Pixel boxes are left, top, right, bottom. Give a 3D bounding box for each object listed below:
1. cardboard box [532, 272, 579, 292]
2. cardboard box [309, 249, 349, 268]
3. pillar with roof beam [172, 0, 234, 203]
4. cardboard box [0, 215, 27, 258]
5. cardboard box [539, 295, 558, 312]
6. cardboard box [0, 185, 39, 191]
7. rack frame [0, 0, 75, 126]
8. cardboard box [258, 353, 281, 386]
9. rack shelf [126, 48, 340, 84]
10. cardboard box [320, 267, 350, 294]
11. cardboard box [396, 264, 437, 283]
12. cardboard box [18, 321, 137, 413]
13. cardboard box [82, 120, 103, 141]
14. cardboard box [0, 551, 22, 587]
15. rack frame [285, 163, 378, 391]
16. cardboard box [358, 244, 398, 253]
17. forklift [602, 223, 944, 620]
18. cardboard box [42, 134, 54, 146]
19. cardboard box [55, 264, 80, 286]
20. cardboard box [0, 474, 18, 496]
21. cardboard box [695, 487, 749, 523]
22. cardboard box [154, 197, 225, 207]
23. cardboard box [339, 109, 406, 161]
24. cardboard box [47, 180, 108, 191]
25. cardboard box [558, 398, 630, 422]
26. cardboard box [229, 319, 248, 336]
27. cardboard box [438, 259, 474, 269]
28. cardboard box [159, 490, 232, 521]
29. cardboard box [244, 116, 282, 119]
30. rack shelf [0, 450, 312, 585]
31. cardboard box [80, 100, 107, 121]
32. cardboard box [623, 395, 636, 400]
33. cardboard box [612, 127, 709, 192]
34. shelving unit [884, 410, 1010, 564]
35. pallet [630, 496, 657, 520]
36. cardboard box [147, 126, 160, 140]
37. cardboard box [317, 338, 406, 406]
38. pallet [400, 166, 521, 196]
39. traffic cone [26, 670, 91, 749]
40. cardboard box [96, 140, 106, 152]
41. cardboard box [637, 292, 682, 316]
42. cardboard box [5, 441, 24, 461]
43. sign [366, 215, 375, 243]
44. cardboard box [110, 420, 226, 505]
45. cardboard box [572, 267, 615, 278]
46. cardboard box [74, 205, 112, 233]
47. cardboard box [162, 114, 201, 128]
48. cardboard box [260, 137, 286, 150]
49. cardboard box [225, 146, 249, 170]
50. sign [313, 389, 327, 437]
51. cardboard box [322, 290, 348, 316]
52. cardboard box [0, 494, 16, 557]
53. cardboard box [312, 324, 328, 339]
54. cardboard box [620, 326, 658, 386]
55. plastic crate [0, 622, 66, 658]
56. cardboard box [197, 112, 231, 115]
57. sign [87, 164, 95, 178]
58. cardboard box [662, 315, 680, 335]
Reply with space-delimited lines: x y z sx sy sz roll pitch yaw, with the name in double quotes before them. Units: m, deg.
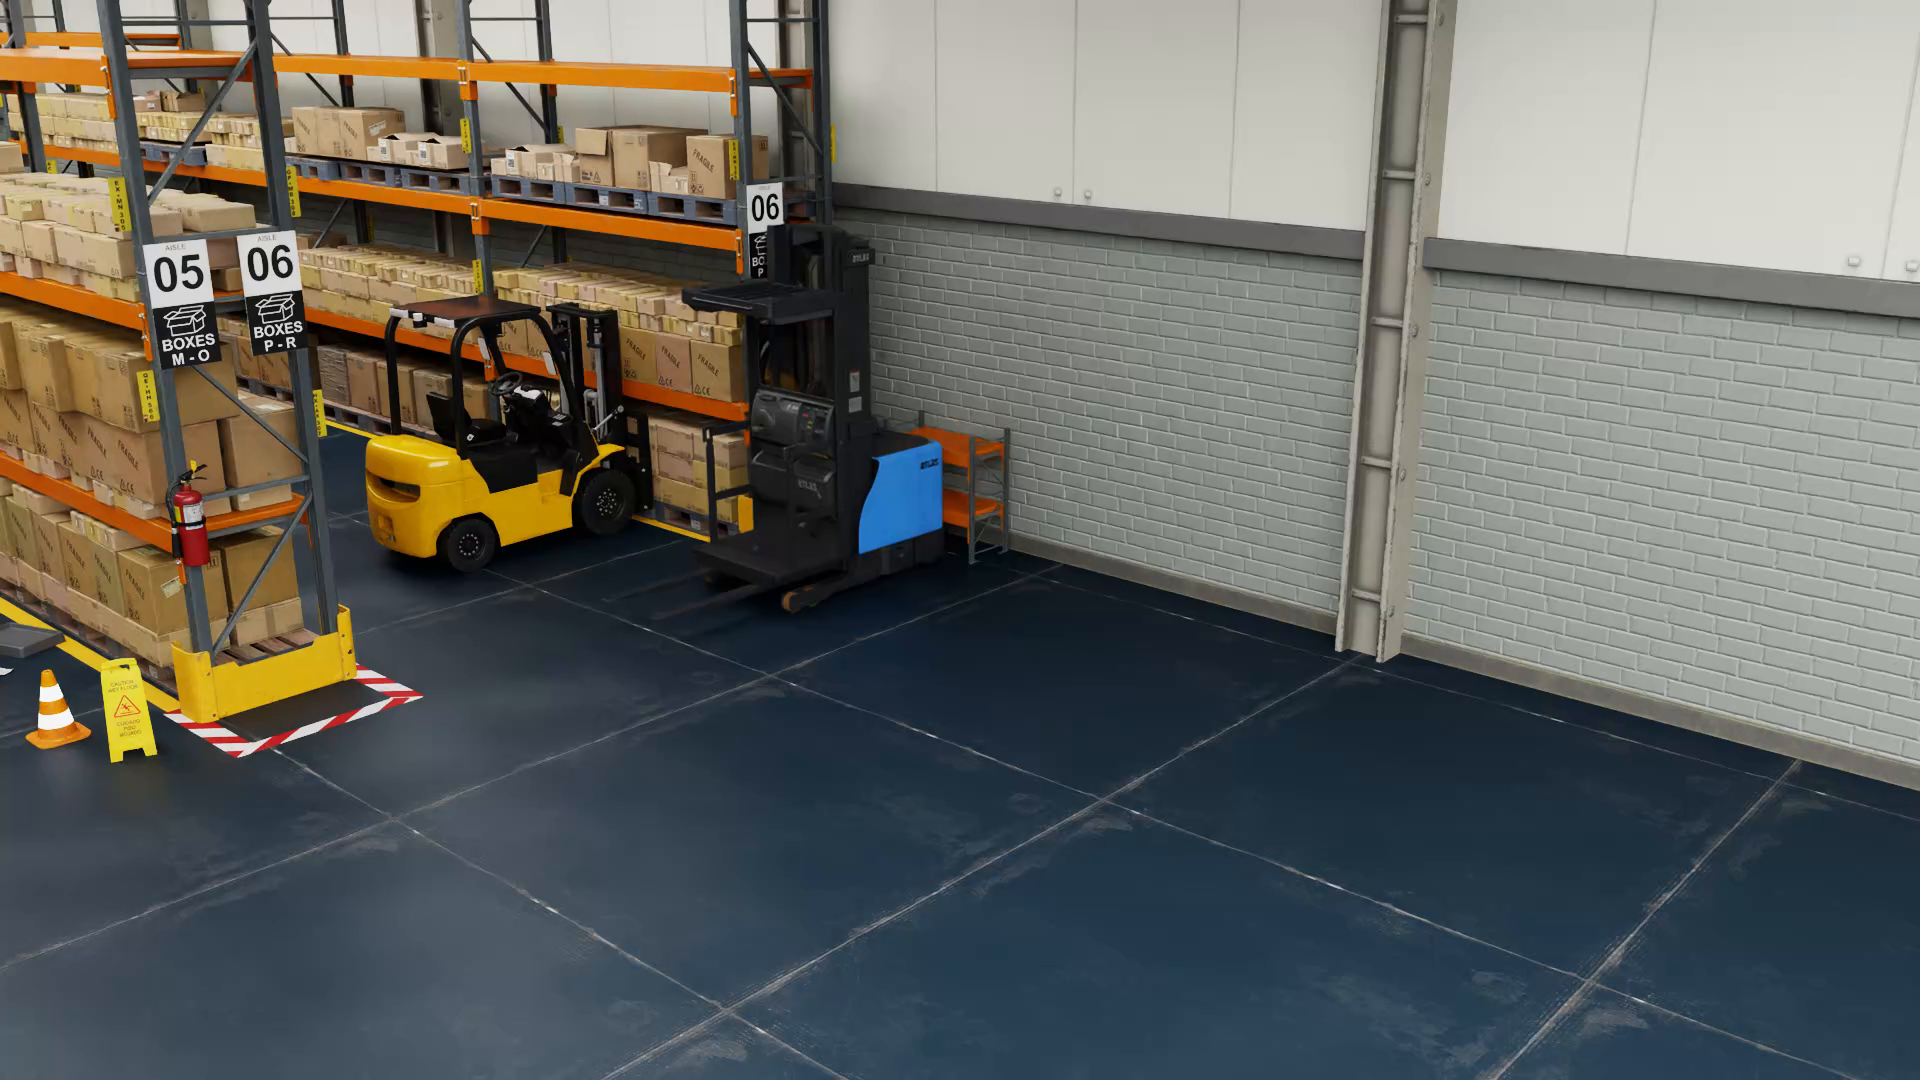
"cardboard box" -3.998 -2.549 16.455 0.250 0.149 0.380 14 23 38
"cardboard box" -7.240 -3.239 19.120 0.250 0.149 0.380 16 23 40
"pillar with roof beam" -13.255 -6.098 19.450 0.400 9.000 9.100 15 23 39
"cardboard box" -6.499 -2.183 11.828 0.500 0.250 0.500 15 23 40
"cardboard box" -3.884 -2.332 16.263 0.250 0.149 0.380 16 23 40
"cardboard box" -6.961 -2.494 12.149 0.250 0.149 0.380 14 22 37
"rack frame" -13.467 -7.531 23.966 0.127 3.000 1.000 15 23 39
"cardboard box" -8.310 -2.213 20.566 0.500 0.500 0.500 15 23 38
"rack shelf" -8.979 -5.793 20.340 4.000 0.370 1.077 15 23 39
"cardboard box" -6.940 -2.987 18.987 0.500 0.250 0.500 16 24 41
"cardboard box" -5.870 -2.888 18.014 0.250 0.149 0.380 15 23 40
"cardboard box" -6.142 -1.237 11.741 0.500 0.500 0.700 15 23 39
"cardboard box" -11.398 -5.511 22.315 0.500 0.250 0.500 14 22 37
"cardboard box" -7.521 0.151 13.528 0.500 0.250 0.500 14 22 37
"rack frame" -7.483 -3.066 19.813 0.127 3.000 1.000 15 23 39
"cardboard box" -6.836 -3.376 19.552 0.250 0.149 0.380 16 23 41
"forklift" -1.507 -0.990 13.386 1.130 2.935 3.031 16 23 40
"cardboard box" -12.670 -5.639 23.378 0.250 0.149 0.380 15 23 39
"cardboard box" -5.991 -1.863 11.479 0.250 0.149 0.380 15 23 39
"cardboard box" -7.468 -0.477 13.194 0.250 0.149 0.380 15 23 40
"cardboard box" -2.061 -0.372 15.176 0.500 0.250 0.500 15 23 40
"cardboard box" -5.267 -2.254 11.394 0.250 0.149 0.380 15 23 39
"cardboard box" -6.342 -4.386 17.989 0.500 0.500 0.500 16 23 41
"cardboard box" -6.612 -2.609 12.512 0.250 0.149 0.380 14 23 38
"cardboard box" -3.582 -1.258 16.316 0.500 0.250 0.500 16 24 41
"cardboard box" -8.994 -2.698 21.020 0.250 0.149 0.380 14 22 37
"cardboard box" -5.531 -3.006 18.388 0.250 0.149 0.380 15 23 39
"cardboard box" -5.213 -0.243 11.332 0.250 0.149 0.380 16 24 41
"cardboard box" -8.563 -5.133 20.465 0.250 0.149 0.380 15 23 39
"rack shelf" -6.288 -0.394 12.584 4.000 0.370 1.077 15 23 39
"cardboard box" -11.398 -5.754 22.254 0.500 0.250 0.500 15 23 38
"cardboard box" -3.237 -1.371 16.670 0.500 0.250 0.500 15 23 40
"cardboard box" -2.692 -3.447 15.029 0.500 0.500 0.700 15 23 40
"shelving unit" -0.124 -0.488 14.784 1.048 1.125 0.538 15 23 39
"pallet" -3.008 -0.519 16.399 1.213 0.211 1.003 15 23 39
"cardboard box" -9.958 -5.118 20.876 0.250 0.149 0.380 15 23 40
"cardboard box" -7.026 -2.006 19.704 0.625 0.625 0.875 16 24 41
"pallet" -5.160 -3.775 17.406 1.217 0.209 0.805 14 22 37
"traffic cone" -5.970 1.079 10.946 0.334 0.463 0.336 15 23 39
"cardboard box" -11.316 -5.290 22.278 0.250 0.149 0.380 16 24 41
"cardboard box" -2.732 -2.165 15.246 0.250 0.149 0.380 16 23 41
"cardboard box" -7.157 -0.740 12.900 0.250 0.149 0.380 16 24 41
"sign" -7.117 -3.744 20.035 0.005 0.325 0.100 15 23 39
"cardboard box" -5.380 -0.572 11.297 0.500 0.500 0.500 15 23 38
"cardboard box" -3.685 -2.655 16.791 0.250 0.149 0.380 15 23 39
"cardboard box" -5.611 -2.134 11.016 0.250 0.149 0.380 15 23 39
"cardboard box" -9.694 -5.227 20.730 0.250 0.149 0.380 15 23 40
"cardboard box" -7.908 -4.631 19.374 0.250 0.149 0.380 16 23 40
"cardboard box" -8.405 -4.573 19.851 0.500 0.250 0.500 15 23 39
"sign" -4.432 -0.871 11.466 0.005 0.325 0.100 15 23 39
"cardboard box" -6.941 -2.748 19.059 0.500 0.250 0.500 14 23 38
"cardboard box" -7.521 -0.206 13.414 0.500 0.500 0.500 16 24 42
"cardboard box" -7.847 -2.618 20.768 0.250 0.149 0.380 16 24 41
"cardboard box" -2.808 -1.755 15.519 0.500 0.500 0.500 14 23 38
"plastic crate" -7.153 0.754 12.605 0.583 0.080 0.402 7 19 21
"cardboard box" -9.405 -5.327 21.042 0.250 0.149 0.380 14 22 38
"sign" -13.083 -5.496 25.034 0.005 0.325 0.100 15 23 39
"cardboard box" -2.487 -1.985 15.171 0.250 0.149 0.380 15 23 39
